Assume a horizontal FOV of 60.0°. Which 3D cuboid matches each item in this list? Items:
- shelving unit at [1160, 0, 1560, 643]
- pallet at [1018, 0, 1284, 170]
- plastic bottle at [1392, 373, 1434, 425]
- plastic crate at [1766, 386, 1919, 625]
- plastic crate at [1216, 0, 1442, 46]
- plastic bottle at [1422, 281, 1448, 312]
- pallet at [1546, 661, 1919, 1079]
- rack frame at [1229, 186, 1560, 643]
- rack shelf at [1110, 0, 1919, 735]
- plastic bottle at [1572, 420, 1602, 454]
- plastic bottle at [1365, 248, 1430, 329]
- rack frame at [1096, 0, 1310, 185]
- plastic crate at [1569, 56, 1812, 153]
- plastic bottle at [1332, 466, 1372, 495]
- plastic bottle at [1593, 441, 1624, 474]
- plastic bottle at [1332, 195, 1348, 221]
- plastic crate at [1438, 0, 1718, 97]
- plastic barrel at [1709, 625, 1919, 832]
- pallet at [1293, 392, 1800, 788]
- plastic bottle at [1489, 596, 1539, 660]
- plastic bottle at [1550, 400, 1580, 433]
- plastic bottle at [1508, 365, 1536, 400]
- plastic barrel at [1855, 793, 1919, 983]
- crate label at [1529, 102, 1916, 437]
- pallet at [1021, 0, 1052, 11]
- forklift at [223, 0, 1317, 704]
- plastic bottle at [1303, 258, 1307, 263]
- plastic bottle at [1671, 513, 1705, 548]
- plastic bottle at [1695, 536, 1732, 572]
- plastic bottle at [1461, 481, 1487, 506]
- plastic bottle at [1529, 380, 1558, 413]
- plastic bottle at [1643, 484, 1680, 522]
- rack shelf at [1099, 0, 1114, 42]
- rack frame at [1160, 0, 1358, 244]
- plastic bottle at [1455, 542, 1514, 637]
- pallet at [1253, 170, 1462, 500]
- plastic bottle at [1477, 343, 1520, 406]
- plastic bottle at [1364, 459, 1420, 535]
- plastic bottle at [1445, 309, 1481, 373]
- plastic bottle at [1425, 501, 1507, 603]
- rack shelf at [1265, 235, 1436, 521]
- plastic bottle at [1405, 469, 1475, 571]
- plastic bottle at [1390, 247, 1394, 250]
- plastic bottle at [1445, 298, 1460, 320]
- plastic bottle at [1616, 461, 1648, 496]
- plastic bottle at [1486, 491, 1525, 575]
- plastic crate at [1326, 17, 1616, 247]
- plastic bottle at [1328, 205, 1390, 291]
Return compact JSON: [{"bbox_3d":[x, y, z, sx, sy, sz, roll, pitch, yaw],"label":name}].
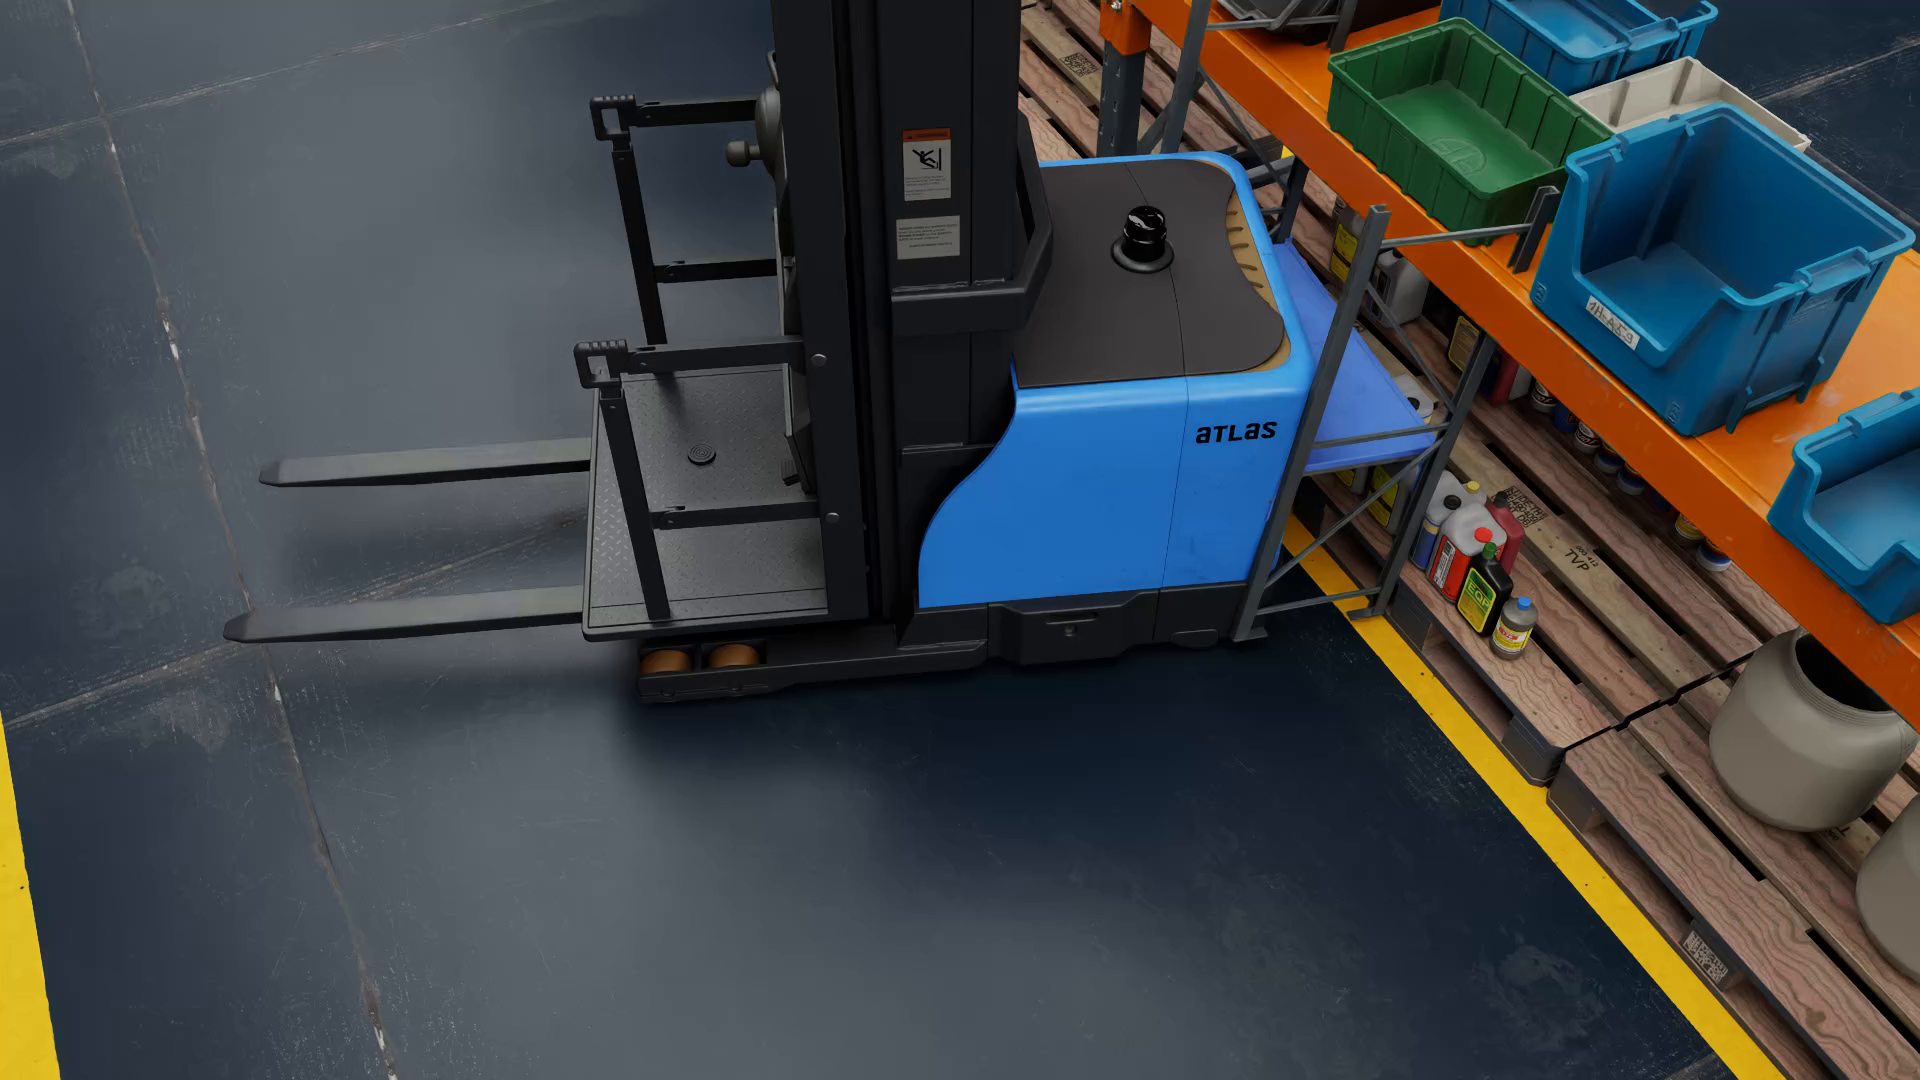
[{"bbox_3d":[0.952,-0.628,4.741,0.538,1.500,1.048,-9,48,-16],"label":"shelving unit"},{"bbox_3d":[0.549,-1.736,6.628,1.003,0.211,1.213,-21,52,-18],"label":"pallet"},{"bbox_3d":[1.345,-0.364,5.093,0.152,0.276,0.135,-21,52,-18],"label":"plastic bottle"},{"bbox_3d":[1.986,-0.084,3.430,0.499,0.251,0.408,-21,52,-18],"label":"plastic crate"},{"bbox_3d":[1.070,-1.727,4.809,0.767,0.338,0.504,-21,52,-18],"label":"plastic crate"},{"bbox_3d":[1.582,-0.954,5.559,0.144,0.351,0.185,-24,53,-19],"label":"plastic bottle"},{"bbox_3d":[2.330,0.873,4.346,1.003,0.211,1.213,-21,52,-18],"label":"pallet"},{"bbox_3d":[1.107,-0.272,4.412,0.500,1.500,0.032,-9,48,-16],"label":"rack frame"},{"bbox_3d":[1.858,-0.566,4.230,1.077,0.370,4.000,-21,52,-18],"label":"rack shelf"},{"bbox_3d":[1.973,-0.372,5.149,0.097,0.201,0.097,0,49,0],"label":"plastic bottle"},{"bbox_3d":[1.462,-0.862,5.528,0.152,0.276,0.135,-21,52,-18],"label":"plastic bottle"},{"bbox_3d":[0.943,-2.142,5.130,1.000,3.000,0.127,-21,52,-18],"label":"rack frame"},{"bbox_3d":[1.911,-1.055,4.356,0.530,0.136,0.437,-21,52,-18],"label":"plastic crate"},{"bbox_3d":[1.224,-0.321,5.005,0.144,0.351,0.185,-22,52,-18],"label":"plastic bottle"},{"bbox_3d":[2.018,-0.328,5.065,0.097,0.271,0.097,0,49,0],"label":"plastic bottle"},{"bbox_3d":[1.386,-1.230,5.900,0.097,0.201,0.097,0,49,0],"label":"plastic bottle"},{"bbox_3d":[1.691,-1.446,4.620,0.499,0.251,0.616,-21,52,-18],"label":"plastic crate"},{"bbox_3d":[2.175,0.467,4.223,0.421,0.512,0.421,0,49,0],"label":"plastic barrel"},{"bbox_3d":[1.776,0.058,5.059,1.003,0.211,1.213,-21,52,-18],"label":"pallet"},{"bbox_3d":[1.543,0.234,4.620,0.097,0.201,0.097,0,49,0],"label":"plastic bottle"},{"bbox_3d":[1.926,-0.464,5.183,0.097,0.271,0.097,0,49,0],"label":"plastic bottle"},{"bbox_3d":[1.801,-0.603,5.302,0.152,0.276,0.135,-20,52,-17],"label":"plastic bottle"},{"bbox_3d":[2.404,0.802,3.930,0.421,0.512,0.421,0,49,0],"label":"plastic barrel"},{"bbox_3d":[1.691,-0.615,3.772,0.502,0.435,0.616,-21,52,-18],"label":"crate label"},{"bbox_3d":[-0.013,-2.554,7.343,1.003,0.211,1.213,-21,52,-18],"label":"pallet"},{"bbox_3d":[-0.621,-0.914,4.102,3.031,2.935,1.130,-5,49,-4],"label":"forklift"},{"bbox_3d":[1.072,-0.781,5.408,0.144,0.351,0.185,-21,52,-18],"label":"plastic bottle"},{"bbox_3d":[2.174,-0.078,4.892,0.097,0.201,0.097,0,49,0],"label":"plastic bottle"},{"bbox_3d":[2.221,-0.032,4.806,0.097,0.271,0.097,0,49,0],"label":"plastic bottle"},{"bbox_3d":[1.491,-0.093,4.905,0.097,0.201,0.097,0,49,0],"label":"plastic bottle"},{"bbox_3d":[1.879,-0.509,5.269,0.097,0.201,0.097,0,49,0],"label":"plastic bottle"},{"bbox_3d":[2.134,-0.194,4.939,0.061,0.283,0.133,-20,52,-17],"label":"plastic bottle"},{"bbox_3d":[0.028,-3.243,6.572,1.077,0.370,4.000,-21,52,-18],"label":"rack shelf"},{"bbox_3d":[0.797,-0.984,5.069,0.500,1.500,0.032,-9,48,-16],"label":"rack frame"},{"bbox_3d":[1.474,0.135,4.652,0.061,0.283,0.133,-20,52,-17],"label":"plastic bottle"},{"bbox_3d":[1.213,-0.760,5.774,1.003,0.211,1.213,-21,52,-18],"label":"pallet"},{"bbox_3d":[1.706,-0.569,5.267,0.061,0.283,0.133,-21,52,-18],"label":"plastic bottle"},{"bbox_3d":[1.309,-0.196,4.896,0.144,0.351,0.185,-19,52,-16],"label":"plastic bottle"},{"bbox_3d":[1.650,-0.663,5.350,0.061,0.283,0.133,-21,52,-18],"label":"plastic bottle"},{"bbox_3d":[1.452,0.031,4.747,0.152,0.276,0.135,-21,52,-17],"label":"plastic bottle"},{"bbox_3d":[0.934,-0.502,4.868,0.538,0.185,1.000,-9,48,-16],"label":"rack shelf"},{"bbox_3d":[1.389,-0.062,4.829,0.152,0.276,0.135,-23,53,-19],"label":"plastic bottle"},{"bbox_3d":[1.494,-1.083,5.672,0.144,0.351,0.185,-22,53,-18],"label":"plastic bottle"},{"bbox_3d":[1.693,-0.837,5.502,0.061,0.283,0.133,-18,51,-15],"label":"plastic bottle"},{"bbox_3d":[2.064,-0.261,5.006,0.097,0.271,0.097,0,49,0],"label":"plastic bottle"},{"bbox_3d":[1.547,-0.009,4.777,0.061,0.283,0.133,-21,52,-18],"label":"plastic bottle"},{"bbox_3d":[1.313,-1.066,4.331,0.450,0.188,0.662,-21,52,-18],"label":"plastic crate"},{"bbox_3d":[1.366,-1.033,5.628,0.144,0.351,0.185,-21,52,-18],"label":"plastic bottle"}]
